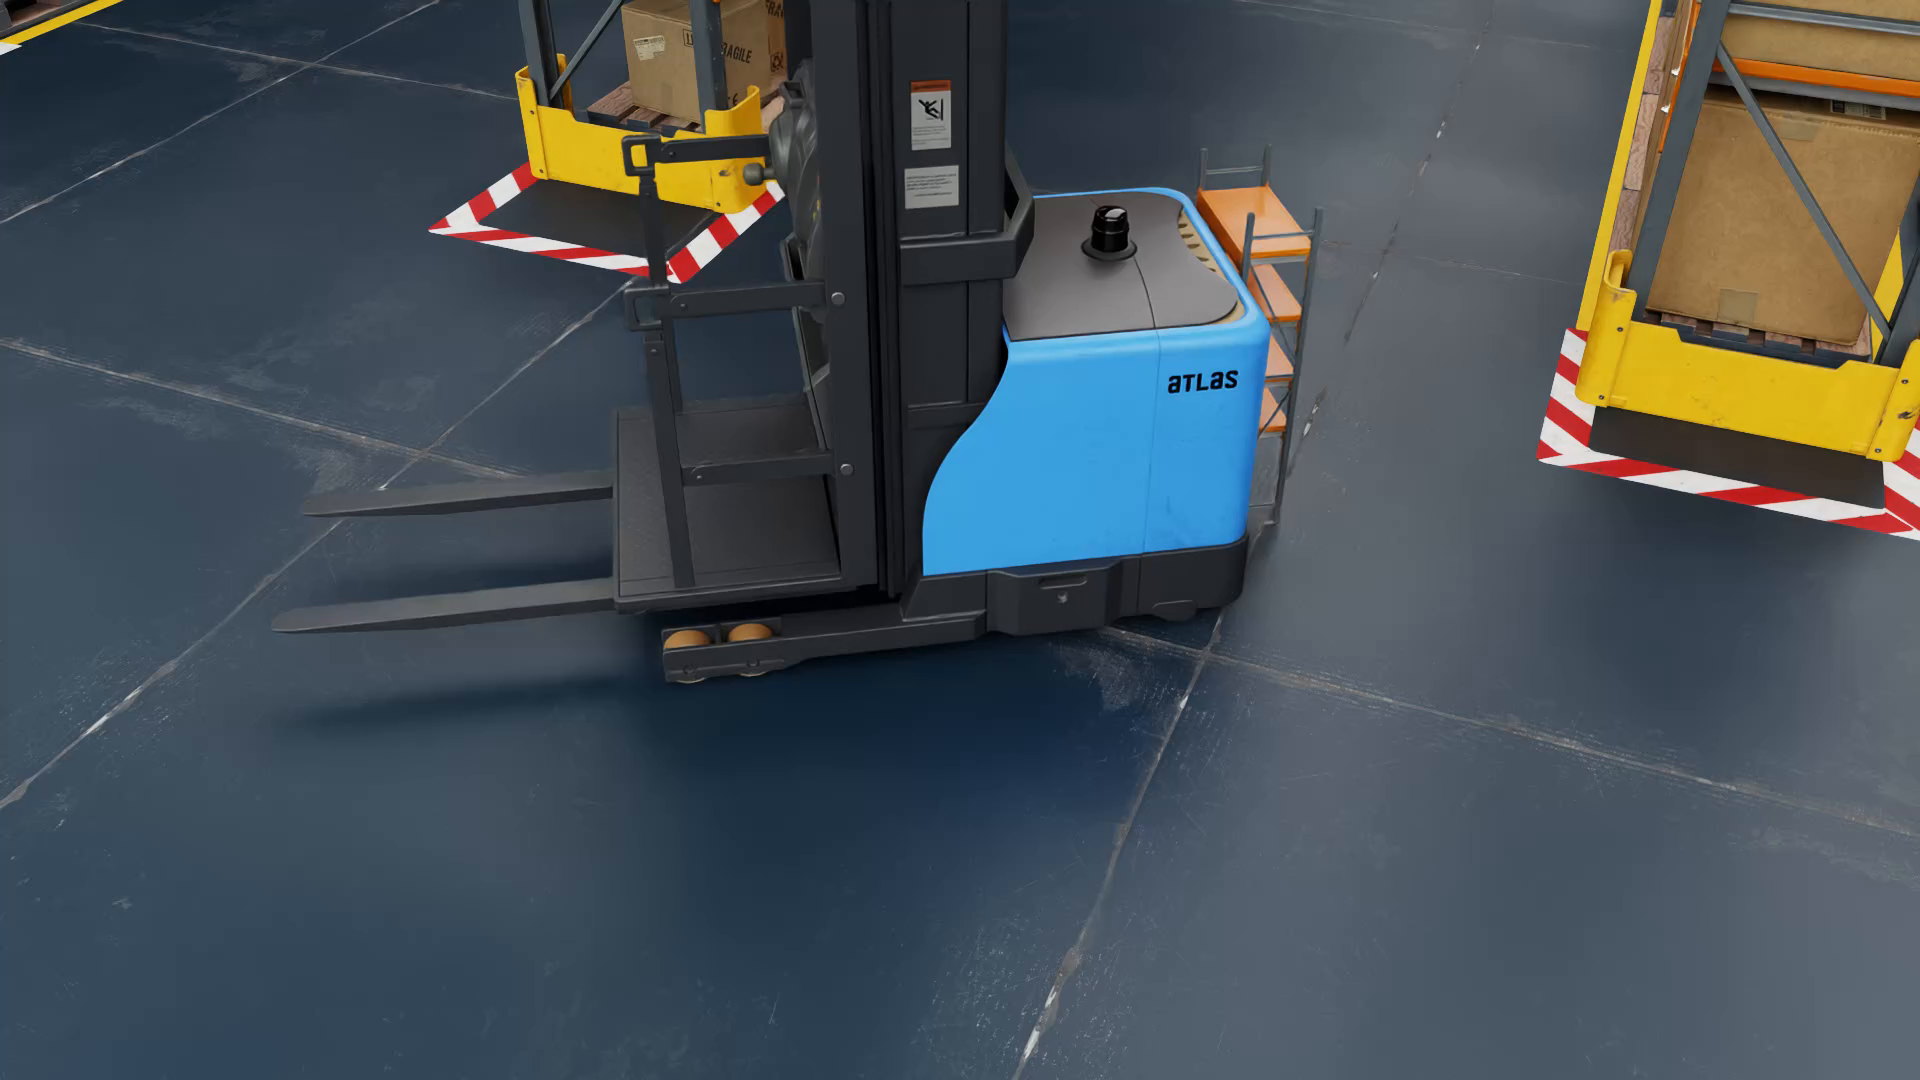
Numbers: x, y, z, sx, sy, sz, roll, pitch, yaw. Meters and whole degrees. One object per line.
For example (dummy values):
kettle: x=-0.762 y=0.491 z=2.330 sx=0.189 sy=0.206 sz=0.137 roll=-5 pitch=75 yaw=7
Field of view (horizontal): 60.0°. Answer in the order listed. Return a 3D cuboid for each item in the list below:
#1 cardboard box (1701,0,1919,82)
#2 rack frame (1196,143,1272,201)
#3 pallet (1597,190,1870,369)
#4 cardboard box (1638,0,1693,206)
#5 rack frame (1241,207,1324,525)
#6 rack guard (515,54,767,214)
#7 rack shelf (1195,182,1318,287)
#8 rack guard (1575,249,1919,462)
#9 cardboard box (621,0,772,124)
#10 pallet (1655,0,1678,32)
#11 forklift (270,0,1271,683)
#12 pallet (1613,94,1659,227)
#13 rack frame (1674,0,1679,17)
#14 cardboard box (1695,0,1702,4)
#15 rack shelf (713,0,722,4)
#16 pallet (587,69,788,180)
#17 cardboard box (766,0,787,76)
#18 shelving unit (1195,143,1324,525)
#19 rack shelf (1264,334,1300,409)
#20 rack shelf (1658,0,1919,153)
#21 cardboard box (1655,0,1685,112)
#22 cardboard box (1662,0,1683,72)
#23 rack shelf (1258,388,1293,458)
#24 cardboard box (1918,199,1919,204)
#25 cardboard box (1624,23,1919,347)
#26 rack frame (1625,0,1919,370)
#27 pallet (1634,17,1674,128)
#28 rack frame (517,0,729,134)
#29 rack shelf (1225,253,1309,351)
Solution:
cardboard box: x=3.102 y=-1.995 z=5.788 sx=0.875 sy=0.550 sz=0.550 roll=14 pitch=39 yaw=18
rack frame: x=0.913 y=-0.817 z=5.840 sx=0.240 sy=1.200 sz=0.015 roll=-6 pitch=37 yaw=-8
pallet: x=3.235 y=-1.062 z=6.995 sx=1.003 sy=0.211 sz=1.213 roll=14 pitch=39 yaw=18
cardboard box: x=3.533 y=-1.914 z=7.229 sx=0.875 sy=0.875 sz=0.875 roll=13 pitch=39 yaw=17
rack frame: x=0.998 y=-0.529 z=5.455 sx=0.240 sy=1.200 sz=0.015 roll=-6 pitch=37 yaw=-8
rack guard: x=-1.517 y=-1.945 z=7.935 sx=1.175 sy=0.500 sz=0.348 roll=14 pitch=39 yaw=18
rack shelf: x=0.956 y=-0.987 z=5.413 sx=0.258 sy=0.148 sz=0.480 roll=-6 pitch=37 yaw=-8
rack guard: x=2.994 y=-0.704 z=6.275 sx=1.175 sy=0.500 sz=0.348 roll=14 pitch=39 yaw=18
cardboard box: x=-1.293 y=-2.414 z=8.211 sx=0.500 sy=0.500 sz=0.500 roll=21 pitch=42 yaw=26
pallet: x=4.749 y=-3.261 z=9.936 sx=1.003 sy=0.211 sz=1.213 roll=14 pitch=39 yaw=18
forklift: x=-0.644 y=-1.072 z=4.736 sx=3.031 sy=2.935 sz=1.130 roll=-6 pitch=37 yaw=-8
pallet: x=3.700 y=-1.735 z=7.896 sx=1.003 sy=0.211 sz=1.213 roll=14 pitch=39 yaw=18
rack frame: x=4.525 y=-3.933 z=8.507 sx=1.000 sy=3.000 sz=0.127 roll=14 pitch=39 yaw=18
cardboard box: x=3.291 y=-2.304 z=6.202 sx=0.875 sy=0.550 sz=0.550 roll=14 pitch=39 yaw=18
rack shelf: x=-0.785 y=-3.724 z=8.827 sx=1.077 sy=0.370 sz=4.000 roll=14 pitch=39 yaw=18
pallet: x=-1.175 y=-2.272 z=8.613 sx=1.003 sy=0.211 sz=1.213 roll=14 pitch=39 yaw=18
cardboard box: x=-1.097 y=-2.752 z=8.664 sx=0.500 sy=0.500 sz=0.500 roll=25 pitch=43 yaw=29
shelving unit: x=0.956 y=-0.673 z=5.648 sx=0.258 sy=1.200 sz=0.503 roll=-6 pitch=37 yaw=-8
rack shelf: x=0.956 y=-0.619 z=5.688 sx=0.258 sy=0.148 sz=0.480 roll=-6 pitch=37 yaw=-8
rack shelf: x=3.764 y=-2.538 z=7.241 sx=1.077 sy=0.370 sz=4.000 roll=14 pitch=39 yaw=18
cardboard box: x=3.881 y=-2.418 z=7.904 sx=0.875 sy=0.875 sz=0.875 roll=14 pitch=39 yaw=18
cardboard box: x=4.221 y=-2.918 z=8.573 sx=0.875 sy=0.875 sz=0.875 roll=14 pitch=39 yaw=18
rack shelf: x=0.956 y=-0.460 z=5.807 sx=0.258 sy=0.148 sz=0.480 roll=-6 pitch=37 yaw=-8
cardboard box: x=4.883 y=-1.840 z=7.792 sx=0.500 sy=0.500 sz=0.500 roll=21 pitch=42 yaw=25
cardboard box: x=3.200 y=-1.426 z=6.577 sx=0.875 sy=0.875 sz=0.875 roll=14 pitch=39 yaw=18
rack frame: x=3.003 y=-1.719 z=5.544 sx=1.000 sy=3.000 sz=0.127 roll=14 pitch=39 yaw=18
pallet: x=4.163 y=-2.413 z=8.802 sx=1.003 sy=0.211 sz=1.213 roll=14 pitch=39 yaw=18
rack frame: x=-1.546 y=-2.905 z=7.131 sx=1.000 sy=3.000 sz=0.127 roll=14 pitch=39 yaw=18
rack shelf: x=0.956 y=-0.798 z=5.554 sx=0.258 sy=0.148 sz=0.480 roll=-6 pitch=37 yaw=-8
